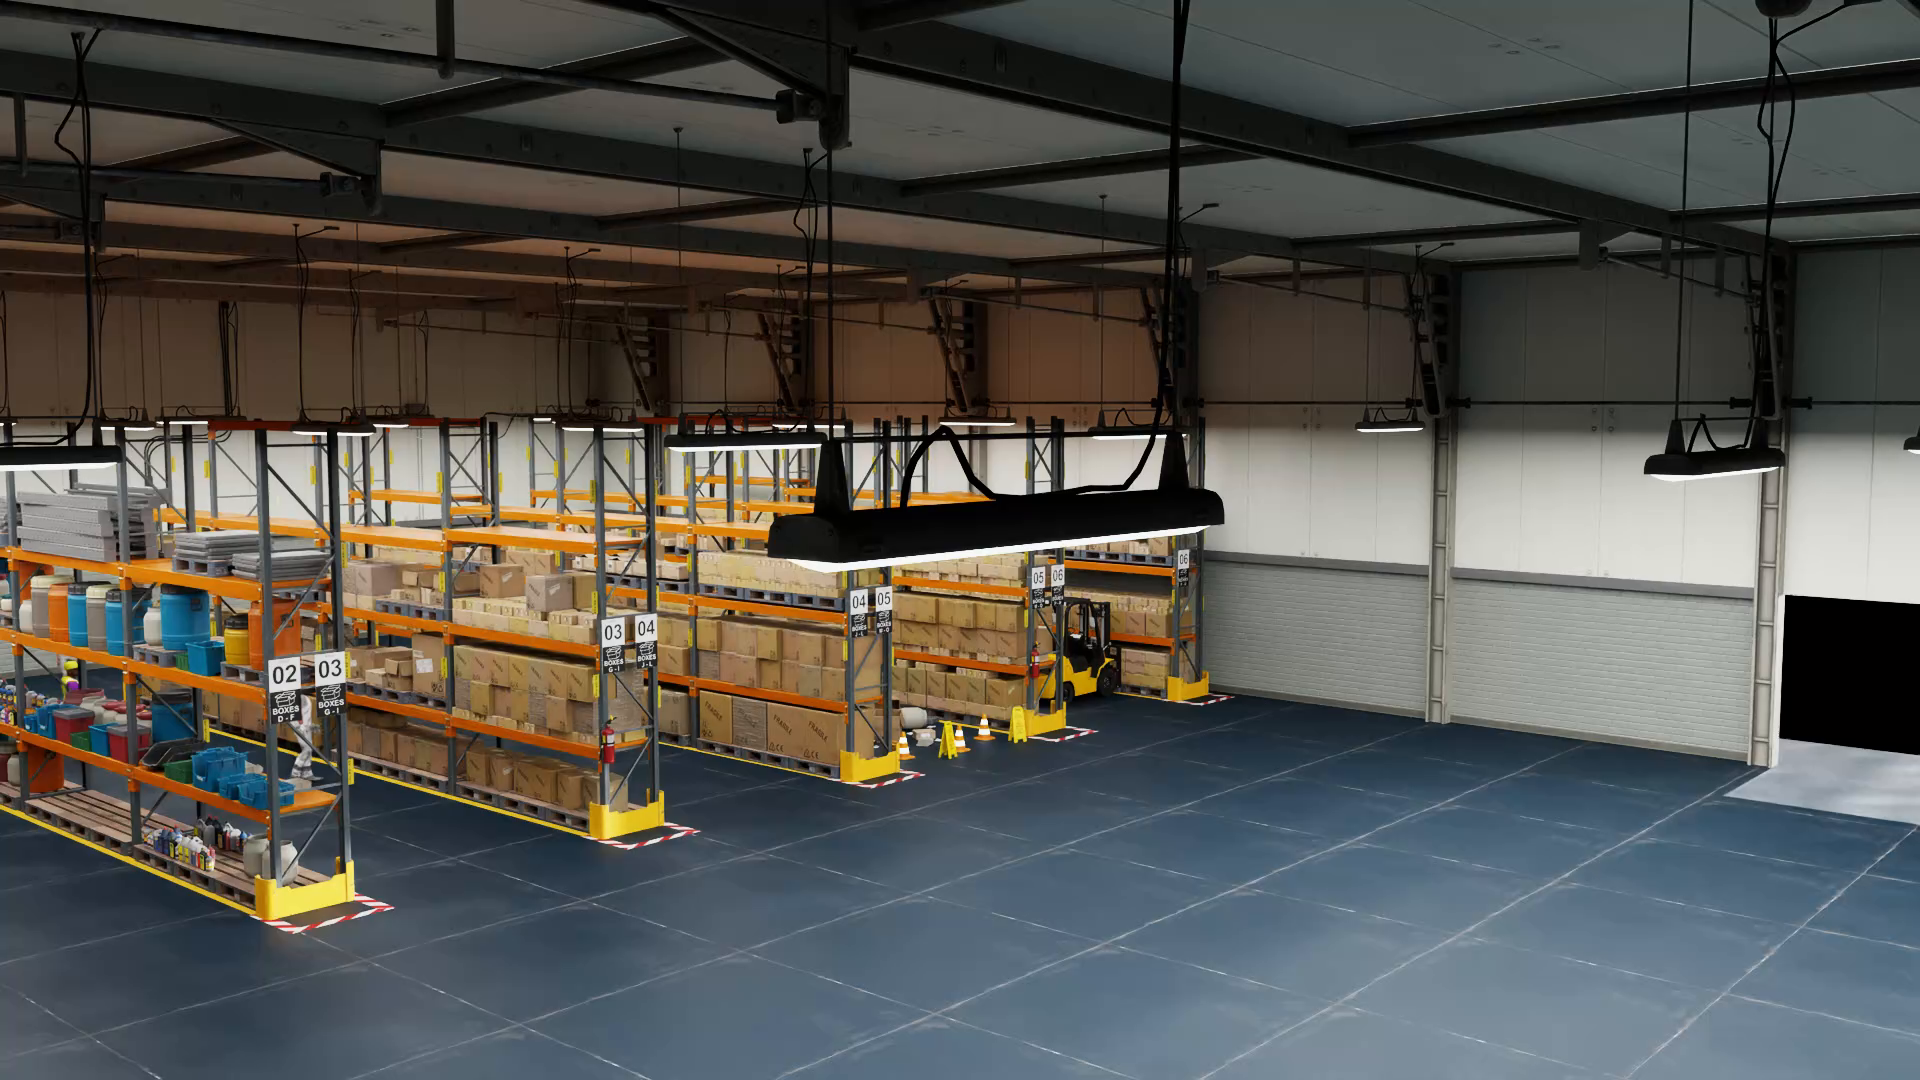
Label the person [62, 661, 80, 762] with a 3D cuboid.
[{"bbox_3d":[-15.619,3.009,29.334,0.606,1.780,0.431,4,6,40],"label":"person"}]

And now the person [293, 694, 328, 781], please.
[{"bbox_3d":[-10.823,3.155,27.640,0.480,1.795,0.692,-1,5,-10],"label":"person"}]

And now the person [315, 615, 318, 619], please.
[{"bbox_3d":[-13.779,2.485,35.738,0.612,1.757,0.445,3,6,31],"label":"person"}]

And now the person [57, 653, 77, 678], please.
[{"bbox_3d":[-19.230,2.560,35.887,0.463,1.556,0.821,-4,6,-39],"label":"person"}]
